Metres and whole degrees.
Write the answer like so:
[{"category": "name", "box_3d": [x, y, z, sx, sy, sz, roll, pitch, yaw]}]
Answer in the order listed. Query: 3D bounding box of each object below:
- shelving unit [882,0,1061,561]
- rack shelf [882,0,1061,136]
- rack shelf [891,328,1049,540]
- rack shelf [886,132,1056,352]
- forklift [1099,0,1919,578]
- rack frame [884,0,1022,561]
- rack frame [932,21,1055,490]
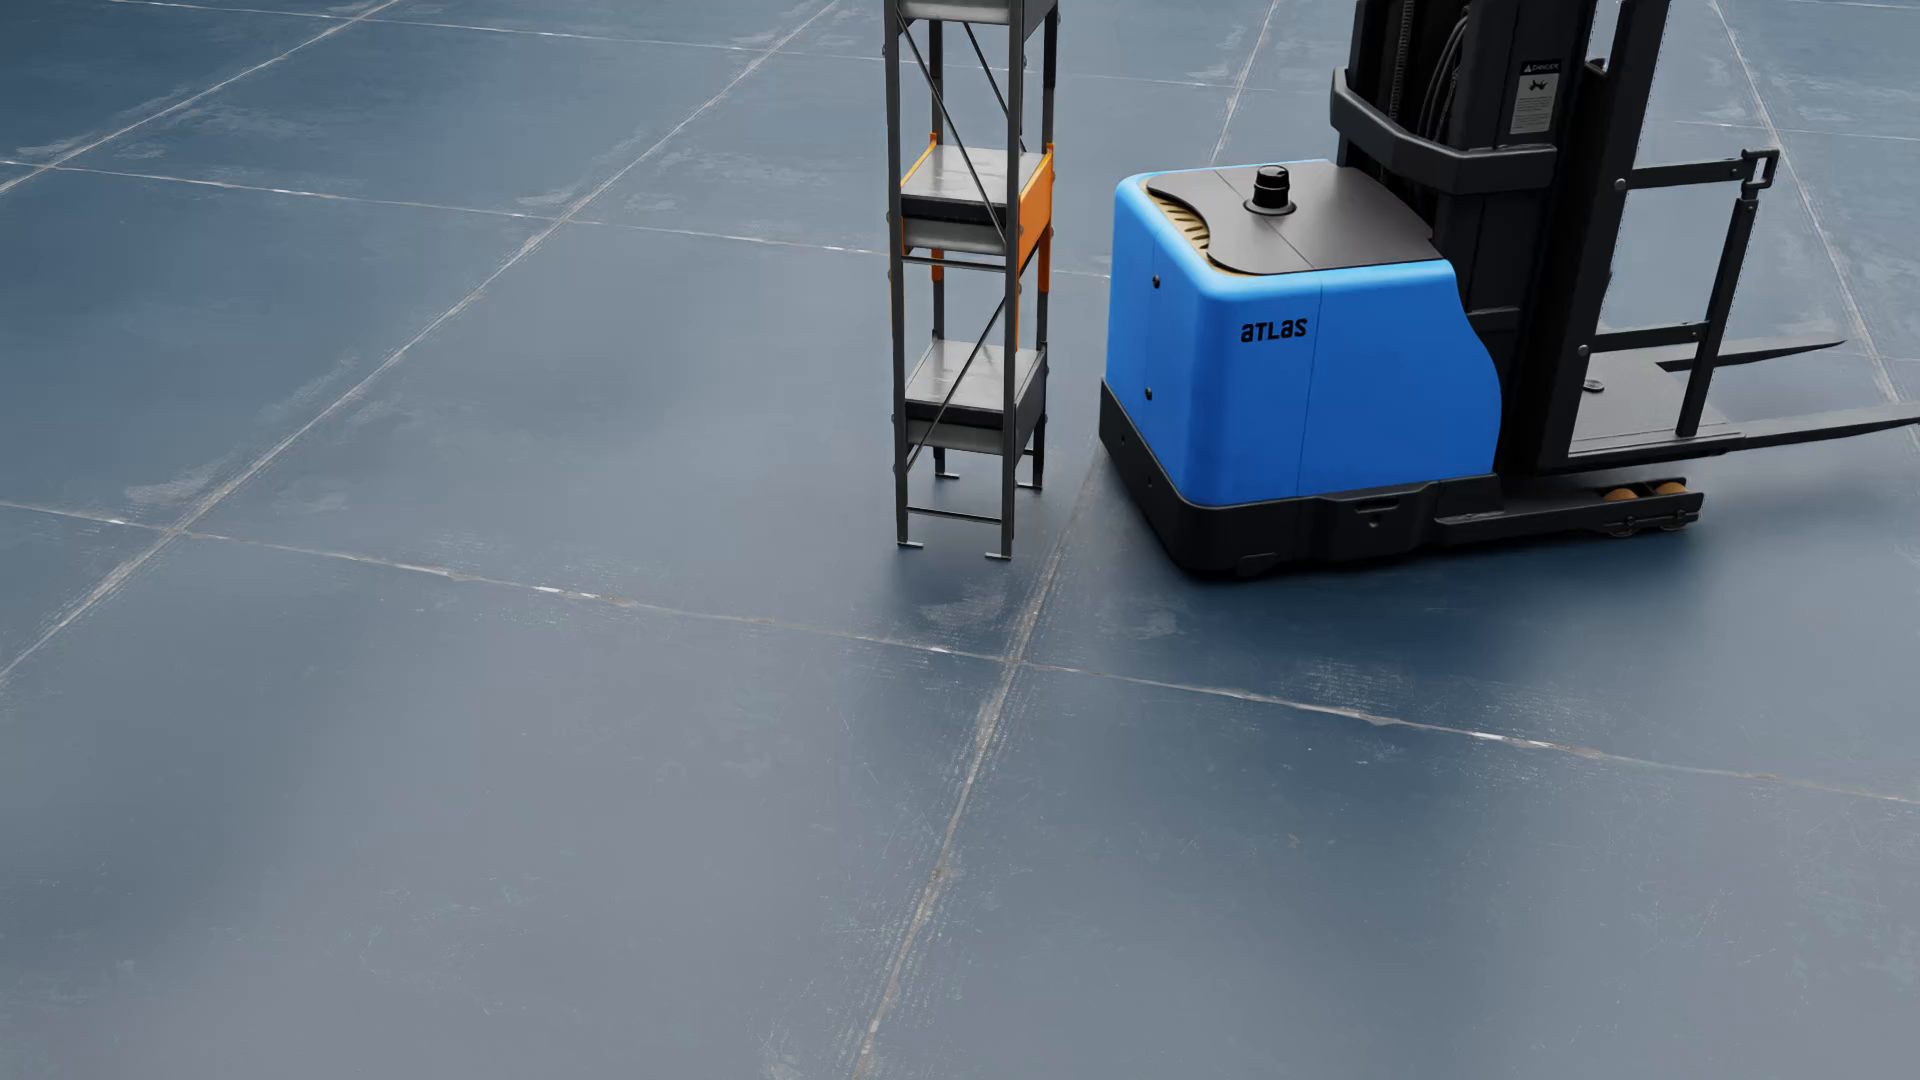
[{"category": "shelving unit", "box_3d": [0.042, -0.972, 5.322, 0.431, 2.100, 0.503, 8, 33, 12]}, {"category": "rack shelf", "box_3d": [0.042, -1.551, 4.954, 0.431, 0.518, 0.480, 8, 33, 12]}, {"category": "rack shelf", "box_3d": [0.042, -0.370, 5.705, 0.431, 0.518, 0.480, 8, 33, 12]}, {"category": "rack shelf", "box_3d": [0.042, -0.960, 5.329, 0.431, 0.518, 0.480, 8, 33, 12]}, {"category": "forklift", "box_3d": [2.092, -1.516, 5.402, 3.031, 2.935, 1.130, -7, 33, -11]}, {"category": "rack frame", "box_3d": [-0.020, -0.845, 5.123, 0.400, 2.100, 0.015, 8, 33, 12]}, {"category": "rack frame", "box_3d": [0.104, -1.099, 5.521, 0.400, 2.100, 0.015, 8, 33, 12]}]
